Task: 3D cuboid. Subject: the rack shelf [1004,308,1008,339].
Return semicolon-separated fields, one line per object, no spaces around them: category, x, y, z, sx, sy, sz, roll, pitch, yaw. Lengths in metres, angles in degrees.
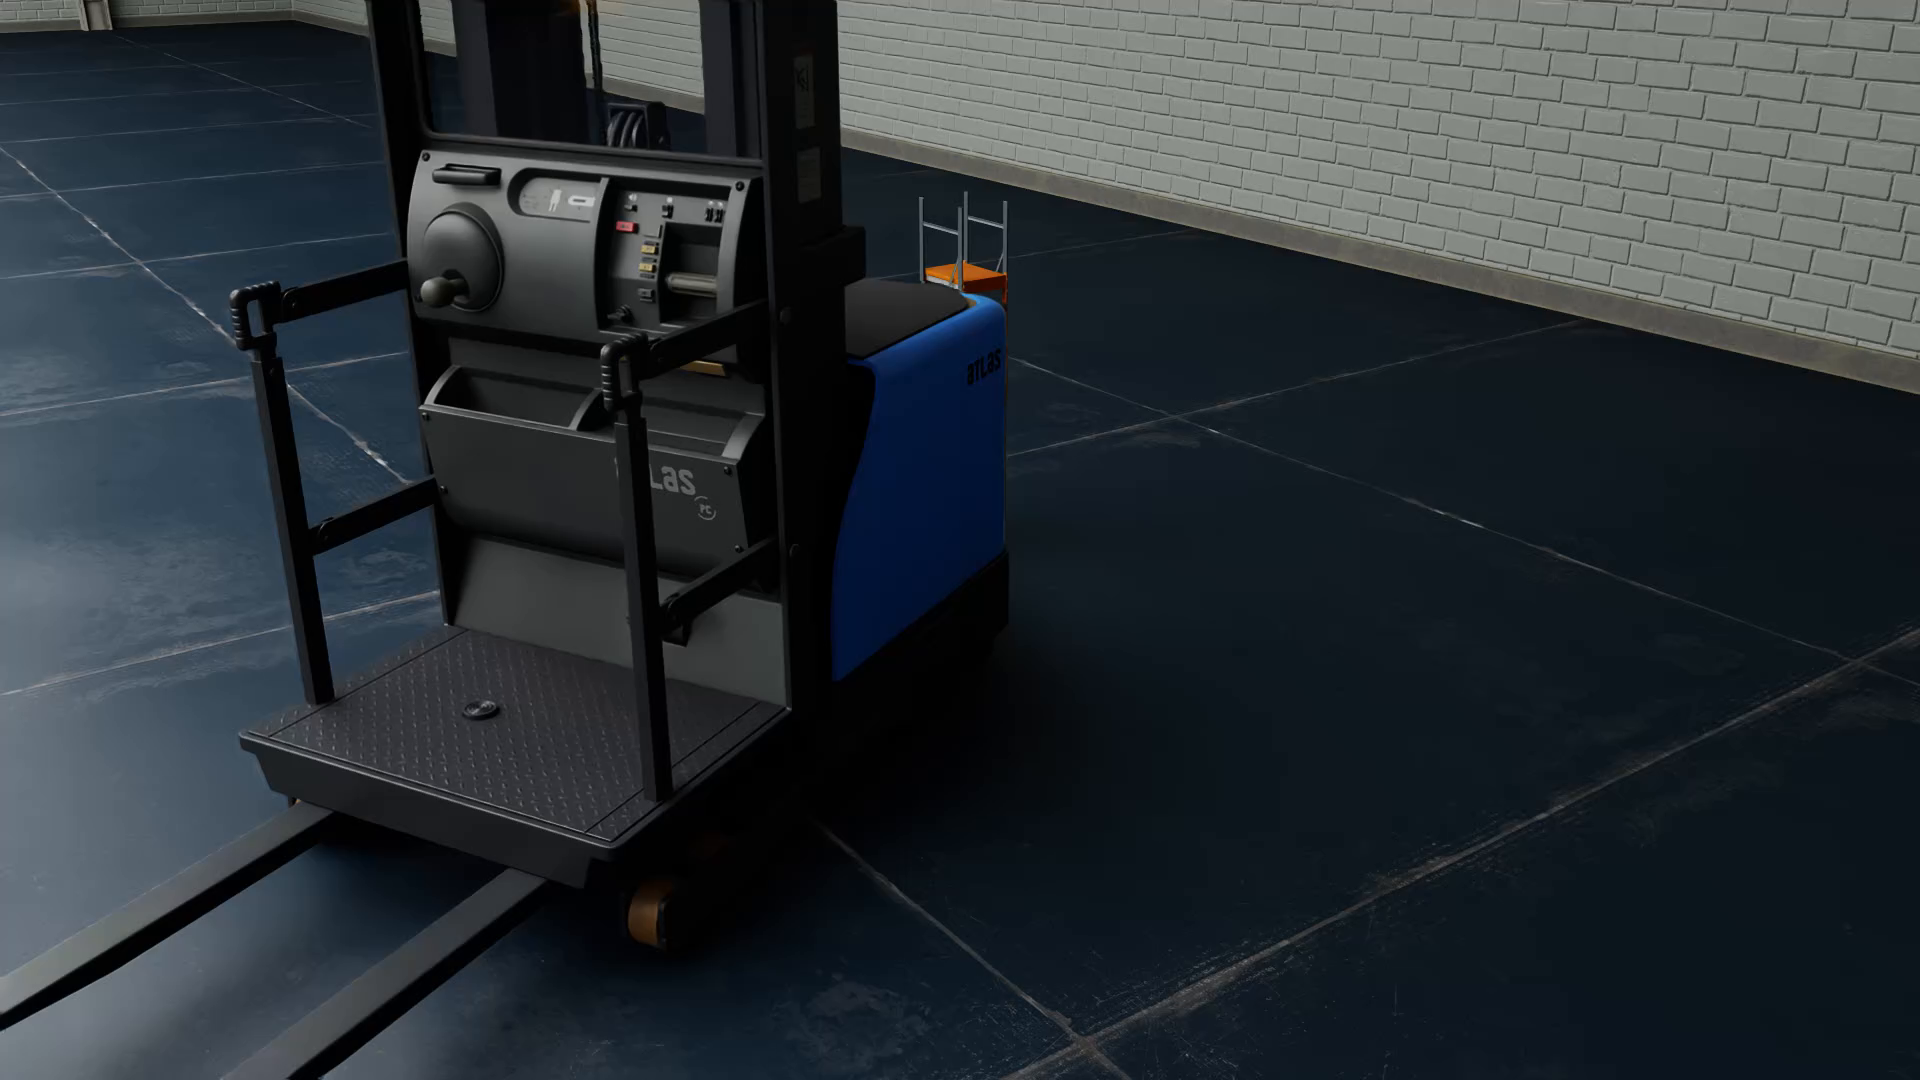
rack shelf;0.012;-0.742;5.609;0.180;0.103;0.258;-15;26;-33

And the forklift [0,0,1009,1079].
forklift;-0.967;-0.651;3.573;1.130;2.935;3.031;11;24;25

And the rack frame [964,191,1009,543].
rack frame;0.086;-0.580;5.731;0.006;1.200;0.240;-15;26;-33

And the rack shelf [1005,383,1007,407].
rack shelf;0.012;-0.519;5.698;0.180;0.103;0.258;-15;26;-33

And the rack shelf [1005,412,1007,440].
rack shelf;0.012;-0.408;5.743;0.180;0.103;0.258;-15;26;-33

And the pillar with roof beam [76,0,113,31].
pillar with roof beam;-10.757;-10.738;20.663;0.400;9.000;9.100;-15;26;-33

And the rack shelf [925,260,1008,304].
rack shelf;0.012;-0.854;5.565;0.180;0.103;0.258;-15;26;-33

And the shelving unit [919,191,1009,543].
shelving unit;0.012;-0.560;5.682;0.189;1.200;0.258;-15;26;-33

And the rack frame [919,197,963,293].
rack frame;-0.063;-0.541;5.632;0.006;1.200;0.240;-15;26;-33
